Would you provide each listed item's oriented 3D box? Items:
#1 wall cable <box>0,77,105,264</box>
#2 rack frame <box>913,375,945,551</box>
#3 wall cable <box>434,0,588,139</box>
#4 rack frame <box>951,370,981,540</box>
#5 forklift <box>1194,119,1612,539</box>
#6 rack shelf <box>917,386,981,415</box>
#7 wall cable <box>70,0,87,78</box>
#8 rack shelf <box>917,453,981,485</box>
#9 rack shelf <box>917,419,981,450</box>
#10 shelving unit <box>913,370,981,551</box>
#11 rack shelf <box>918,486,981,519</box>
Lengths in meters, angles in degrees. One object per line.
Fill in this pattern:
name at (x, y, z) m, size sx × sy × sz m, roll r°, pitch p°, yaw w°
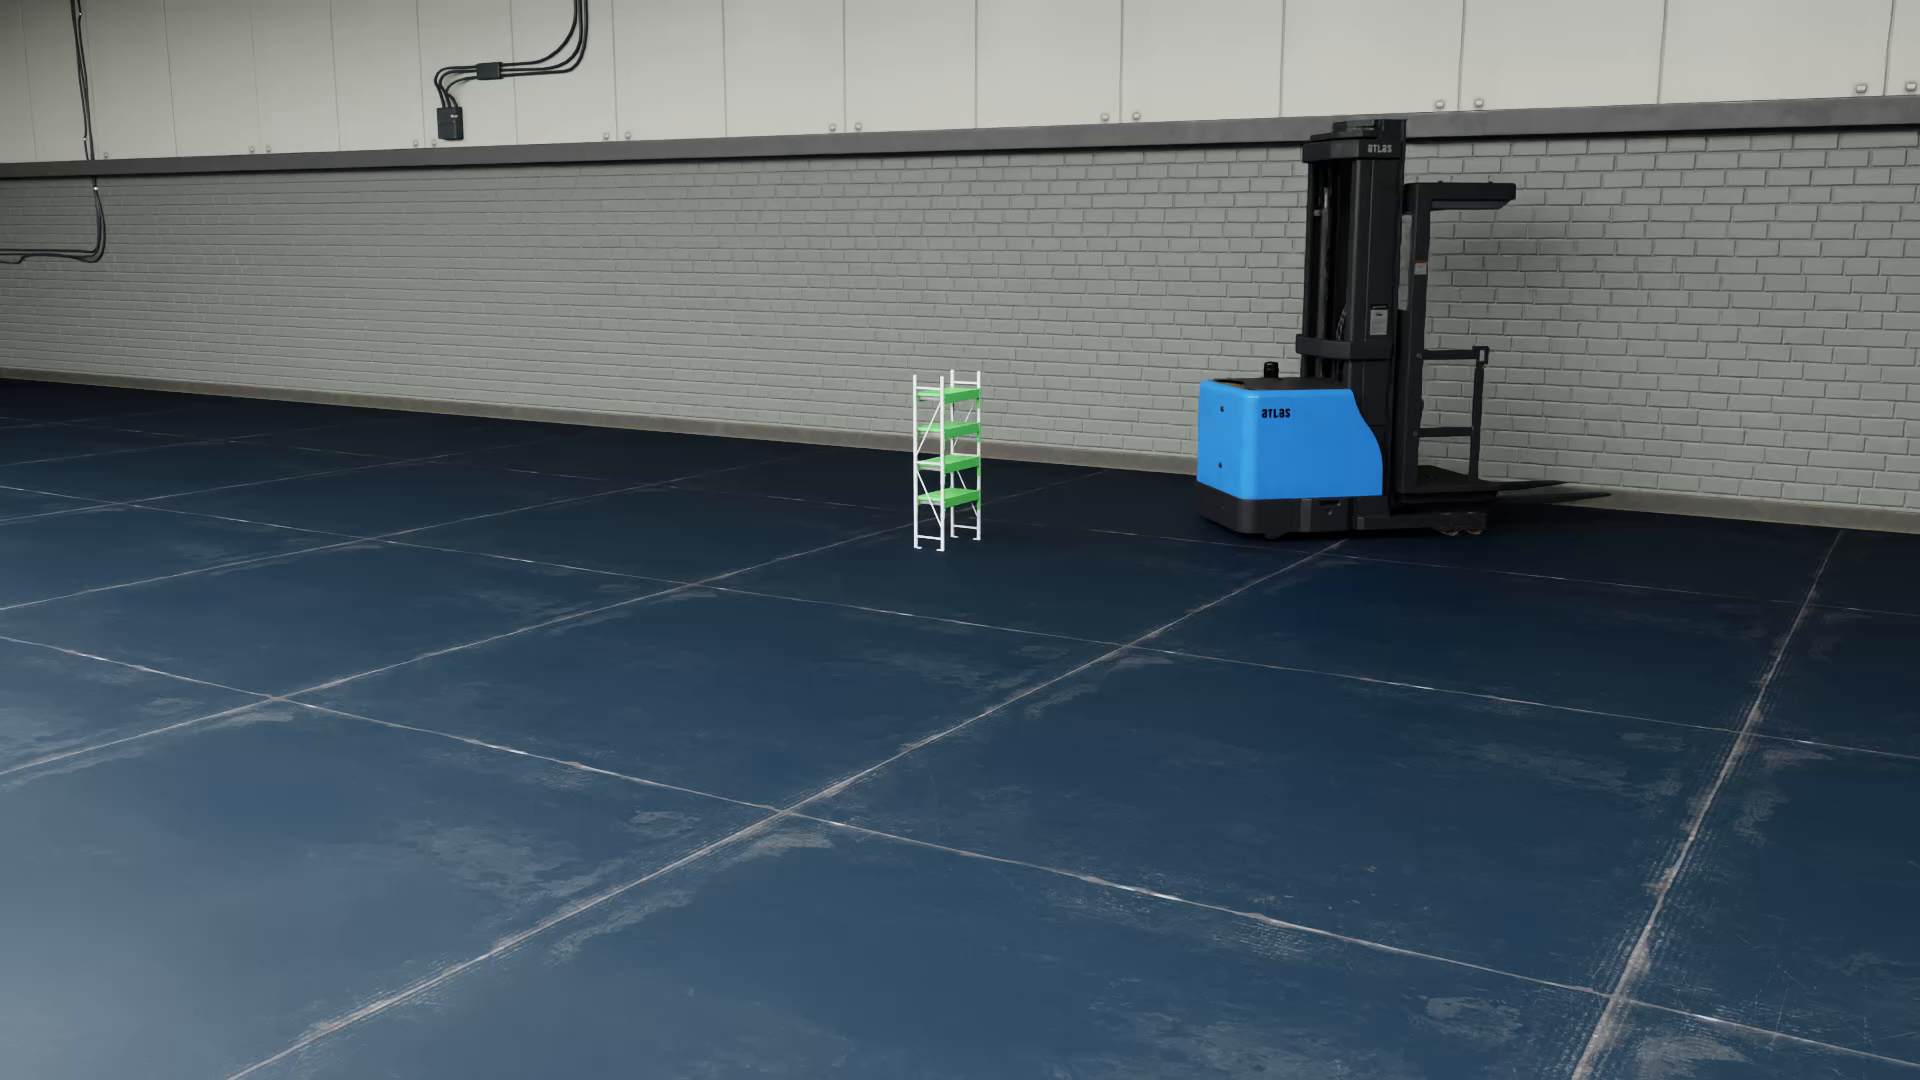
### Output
wall cable at (-13.116, -5.179, 23.514) m, size 3.097 × 2.526 × 0.112 m, roll 6°, pitch 12°, yaw 31°
rack frame at (-0.213, -0.525, 11.414) m, size 0.240 × 1.200 × 0.015 m, roll 6°, pitch 12°, yaw 31°
wall cable at (-5.011, -7.467, 18.057) m, size 2.305 × 6.003 × 0.169 m, roll 6°, pitch 12°, yaw 31°
rack frame at (0.041, -0.602, 11.824) m, size 0.240 × 1.200 × 0.015 m, roll 6°, pitch 12°, yaw 31°
forklift at (3.348, -1.563, 12.254) m, size 3.031 × 2.935 × 1.130 m, roll -2°, pitch 11°, yaw -12°
rack shelf at (-0.086, -0.973, 11.543) m, size 0.258 × 0.148 × 0.480 m, roll 6°, pitch 12°, yaw 31°
wall cable at (-10.804, -7.403, 21.669) m, size 3.097 × 2.526 × 0.112 m, roll 6°, pitch 12°, yaw 31°
rack shelf at (-0.086, -0.501, 11.631) m, size 0.258 × 0.148 × 0.480 m, roll 6°, pitch 12°, yaw 31°
rack shelf at (-0.086, -0.737, 11.587) m, size 0.258 × 0.148 × 0.480 m, roll 6°, pitch 12°, yaw 31°
shelving unit at (-0.086, -0.564, 11.619) m, size 0.258 × 1.200 × 0.503 m, roll 6°, pitch 12°, yaw 31°
rack shelf at (-0.086, -0.265, 11.675) m, size 0.258 × 0.148 × 0.480 m, roll 6°, pitch 12°, yaw 31°
